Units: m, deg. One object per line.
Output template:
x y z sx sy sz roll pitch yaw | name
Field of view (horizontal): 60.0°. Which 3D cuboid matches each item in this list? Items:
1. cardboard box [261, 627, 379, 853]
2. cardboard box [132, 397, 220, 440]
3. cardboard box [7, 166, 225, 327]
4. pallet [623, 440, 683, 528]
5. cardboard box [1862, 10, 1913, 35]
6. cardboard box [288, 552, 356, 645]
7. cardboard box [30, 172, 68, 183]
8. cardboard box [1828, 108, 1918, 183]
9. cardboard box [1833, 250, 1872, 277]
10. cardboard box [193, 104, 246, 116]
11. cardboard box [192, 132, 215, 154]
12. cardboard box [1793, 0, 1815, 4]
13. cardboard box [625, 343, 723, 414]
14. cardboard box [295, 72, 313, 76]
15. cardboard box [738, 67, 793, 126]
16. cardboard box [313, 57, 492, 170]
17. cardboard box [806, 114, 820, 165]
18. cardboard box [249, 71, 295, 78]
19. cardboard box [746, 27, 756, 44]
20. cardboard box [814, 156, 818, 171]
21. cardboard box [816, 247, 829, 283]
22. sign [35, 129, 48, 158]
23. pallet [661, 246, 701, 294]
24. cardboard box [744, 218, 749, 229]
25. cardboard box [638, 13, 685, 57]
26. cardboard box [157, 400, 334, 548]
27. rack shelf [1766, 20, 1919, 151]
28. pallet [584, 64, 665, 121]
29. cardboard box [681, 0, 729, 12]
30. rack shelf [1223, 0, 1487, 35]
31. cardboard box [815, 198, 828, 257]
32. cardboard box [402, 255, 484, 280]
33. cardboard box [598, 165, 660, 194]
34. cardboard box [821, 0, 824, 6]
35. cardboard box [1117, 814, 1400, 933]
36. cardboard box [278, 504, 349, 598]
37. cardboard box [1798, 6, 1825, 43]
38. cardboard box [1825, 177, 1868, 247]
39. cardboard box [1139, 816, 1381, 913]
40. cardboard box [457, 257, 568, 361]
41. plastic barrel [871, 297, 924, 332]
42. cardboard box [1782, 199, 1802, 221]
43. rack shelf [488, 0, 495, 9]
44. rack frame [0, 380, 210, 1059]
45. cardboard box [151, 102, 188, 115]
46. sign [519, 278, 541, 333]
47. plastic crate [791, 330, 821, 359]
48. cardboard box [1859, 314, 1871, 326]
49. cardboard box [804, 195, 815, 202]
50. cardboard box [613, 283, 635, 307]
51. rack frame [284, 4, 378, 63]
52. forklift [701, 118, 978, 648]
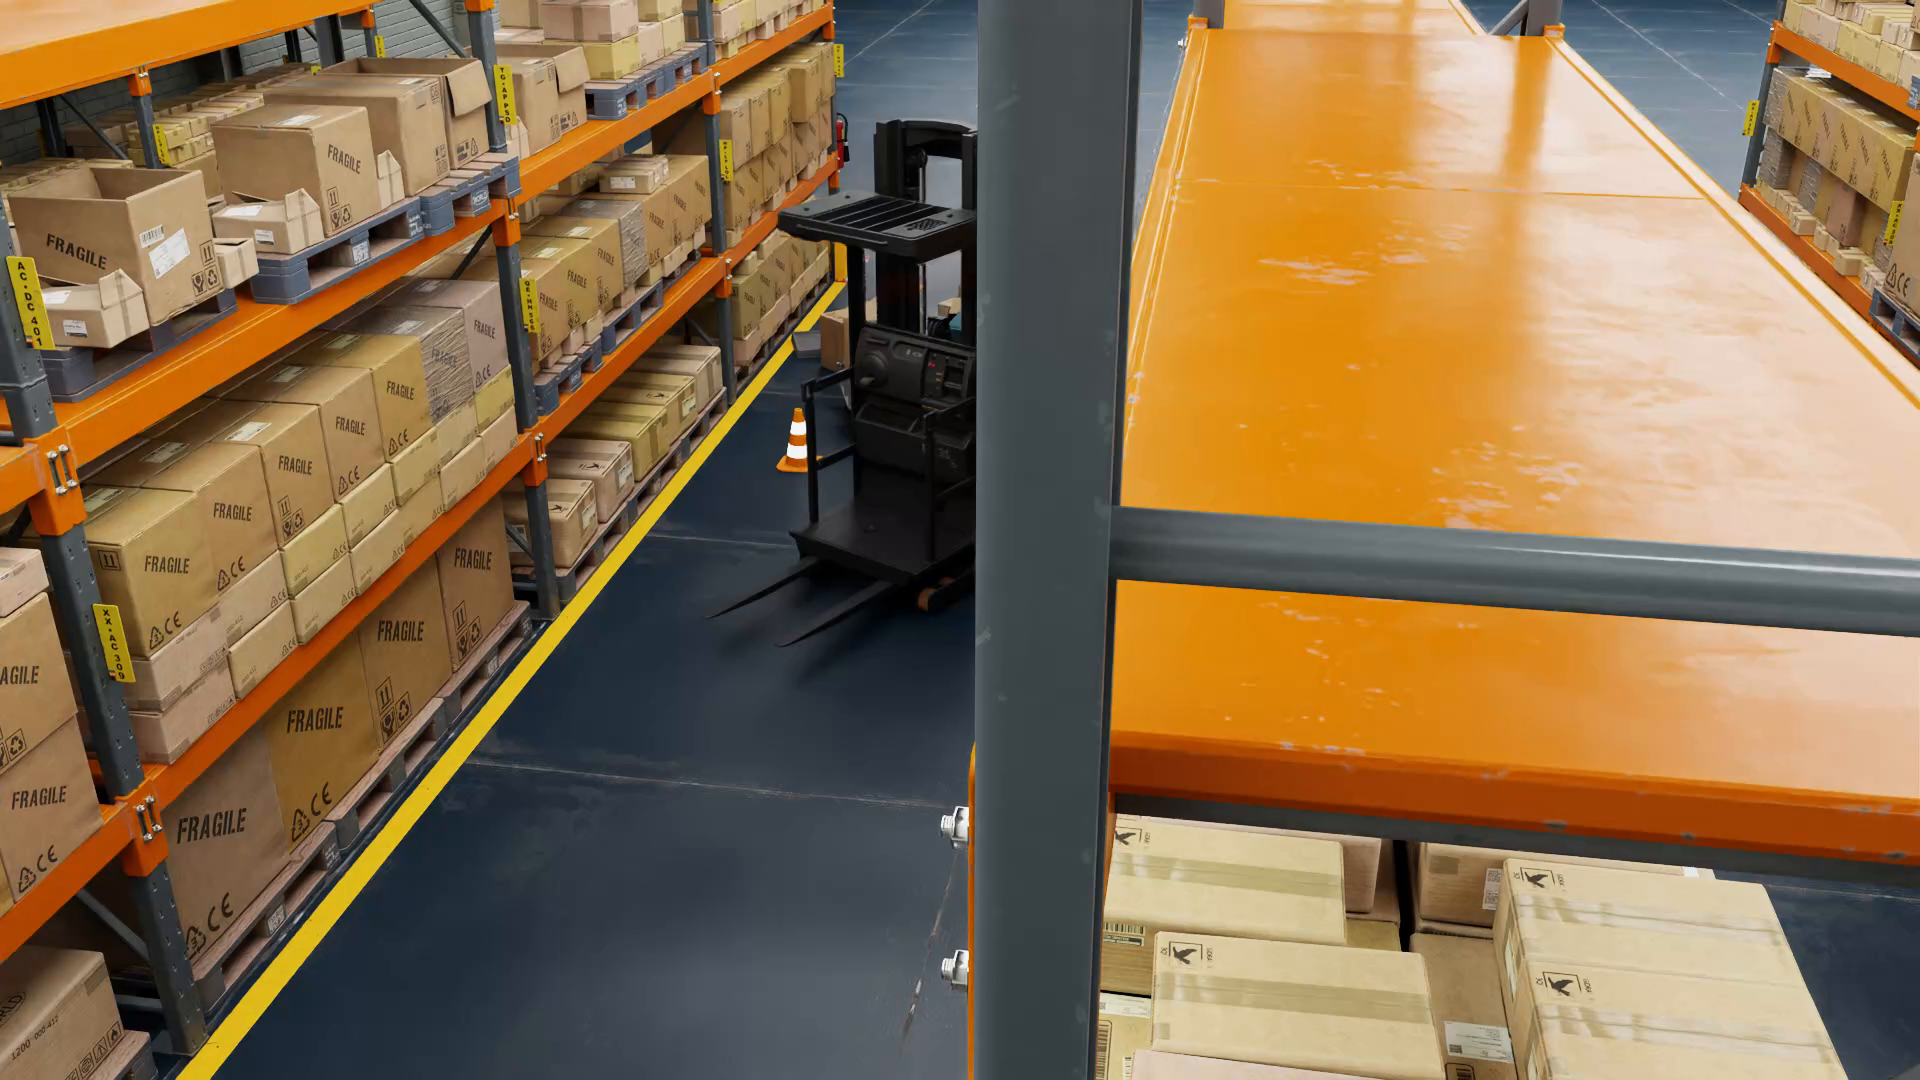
-3.571 0.910 8.279 0.875 0.875 0.875 5 26 10 | cardboard box
-3.729 -0.349 7.661 0.500 0.500 0.500 5 26 10 | cardboard box
-3.303 -1.162 6.542 0.500 0.500 0.500 4 25 8 | cardboard box
-2.749 -0.465 12.494 1.003 0.211 1.213 4 25 9 | pallet
7.329 -4.057 13.048 0.380 0.149 0.250 5 26 11 | cardboard box
-3.219 0.253 7.848 0.500 0.250 0.500 4 25 8 | cardboard box
-7.277 -2.881 13.483 0.380 0.149 0.250 4 25 8 | cardboard box
7.316 -3.137 13.265 0.500 0.500 0.500 4 25 9 | cardboard box
7.177 -2.192 13.190 0.380 0.149 0.250 4 25 9 | cardboard box
-6.833 -3.928 15.370 0.380 0.149 0.250 4 25 8 | cardboard box
-6.956 -3.581 14.979 0.380 0.149 0.250 4 25 8 | cardboard box
7.593 -4.822 14.682 0.380 0.149 0.250 5 25 10 | cardboard box
-2.509 -1.346 13.691 0.950 0.372 0.625 4 25 9 | cardboard box
-6.546 -4.673 16.962 0.380 0.149 0.250 5 25 10 | cardboard box
-1.931 -4.012 15.134 0.700 0.500 0.500 4 25 8 | cardboard box
-2.993 -2.320 9.012 0.797 0.503 0.637 2 25 5 | cardboard box
-1.676 -3.963 16.209 0.500 0.500 0.500 4 25 9 | cardboard box
-7.041 -4.710 17.040 0.380 0.149 0.250 4 25 10 | cardboard box
-1.969 -4.353 14.270 0.380 0.149 0.250 3 25 7 | cardboard box
-1.618 -3.734 16.485 0.380 0.149 0.250 4 25 8 | cardboard box
-1.643 -2.816 16.977 0.500 0.250 0.500 4 25 8 | cardboard box
-7.872 -3.373 14.304 0.100 0.325 0.005 4 25 9 | sign
-2.695 -2.169 13.071 1.003 0.211 1.213 4 25 9 | pallet
-2.055 -2.783 14.455 0.380 0.149 0.250 4 25 8 | cardboard box
-2.379 -3.792 12.456 0.500 0.250 0.500 4 25 7 | cardboard box
-3.238 -0.306 7.568 0.500 0.500 0.500 3 25 7 | cardboard box
7.677 -3.748 13.529 1.077 0.370 4.000 4 25 9 | rack shelf
-2.799 -3.154 11.633 1.213 0.211 1.003 4 25 9 | pallet
-2.053 -4.280 13.174 0.380 0.149 0.250 4 25 8 | cardboard box
1.493 -1.965 6.654 1.077 0.370 4.000 4 25 9 | rack shelf
-1.646 -3.170 16.847 0.500 0.500 0.500 4 25 9 | cardboard box
-3.280 -1.472 10.392 0.500 0.500 0.500 3 25 7 | cardboard box
-2.400 -2.615 12.069 0.380 0.149 0.250 3 25 6 | cardboard box
-1.555 -5.314 16.323 0.380 0.149 0.250 4 25 9 | cardboard box
0.506 0.599 2.981 0.500 0.250 0.500 4 25 9 | cardboard box
-3.217 0.028 7.738 0.500 0.250 0.500 4 25 9 | cardboard box
7.592 -4.442 14.341 0.500 0.250 0.500 3 25 7 | cardboard box
7.584 -2.665 13.437 0.875 0.500 0.500 4 25 9 | cardboard box
0.492 0.474 2.778 0.380 0.149 0.250 3 25 7 | cardboard box
-2.778 -1.435 10.313 0.500 0.500 0.500 3 25 7 | cardboard box
-0.616 -2.103 15.743 0.421 0.421 0.512 -20 32 -36 | plastic barrel
7.539 -2.918 14.743 0.380 0.149 0.250 4 25 9 | cardboard box
-2.753 -3.939 10.871 1.077 0.370 4.000 4 25 9 | rack shelf
-3.734 0.781 6.544 1.000 3.000 0.127 4 25 9 | rack frame
-7.416 -3.966 15.450 0.380 0.149 0.250 4 25 8 | cardboard box
-2.532 -1.380 9.793 0.100 0.325 0.005 4 25 9 | sign
-1.361 -1.843 15.593 0.402 0.080 0.583 -5 25 -10 | plastic crate
7.566 -1.606 14.097 0.500 0.500 0.500 2 25 4 | cardboard box
-1.640 -3.305 16.371 0.380 0.149 0.250 5 26 10 | cardboard box
-2.531 -1.764 11.782 0.380 0.149 0.250 5 26 10 | cardboard box
-6.670 -4.581 17.998 1.000 3.000 0.127 4 25 9 | rack frame
-0.424 -1.089 10.619 1.130 2.935 3.031 18 30 33 | forklift
